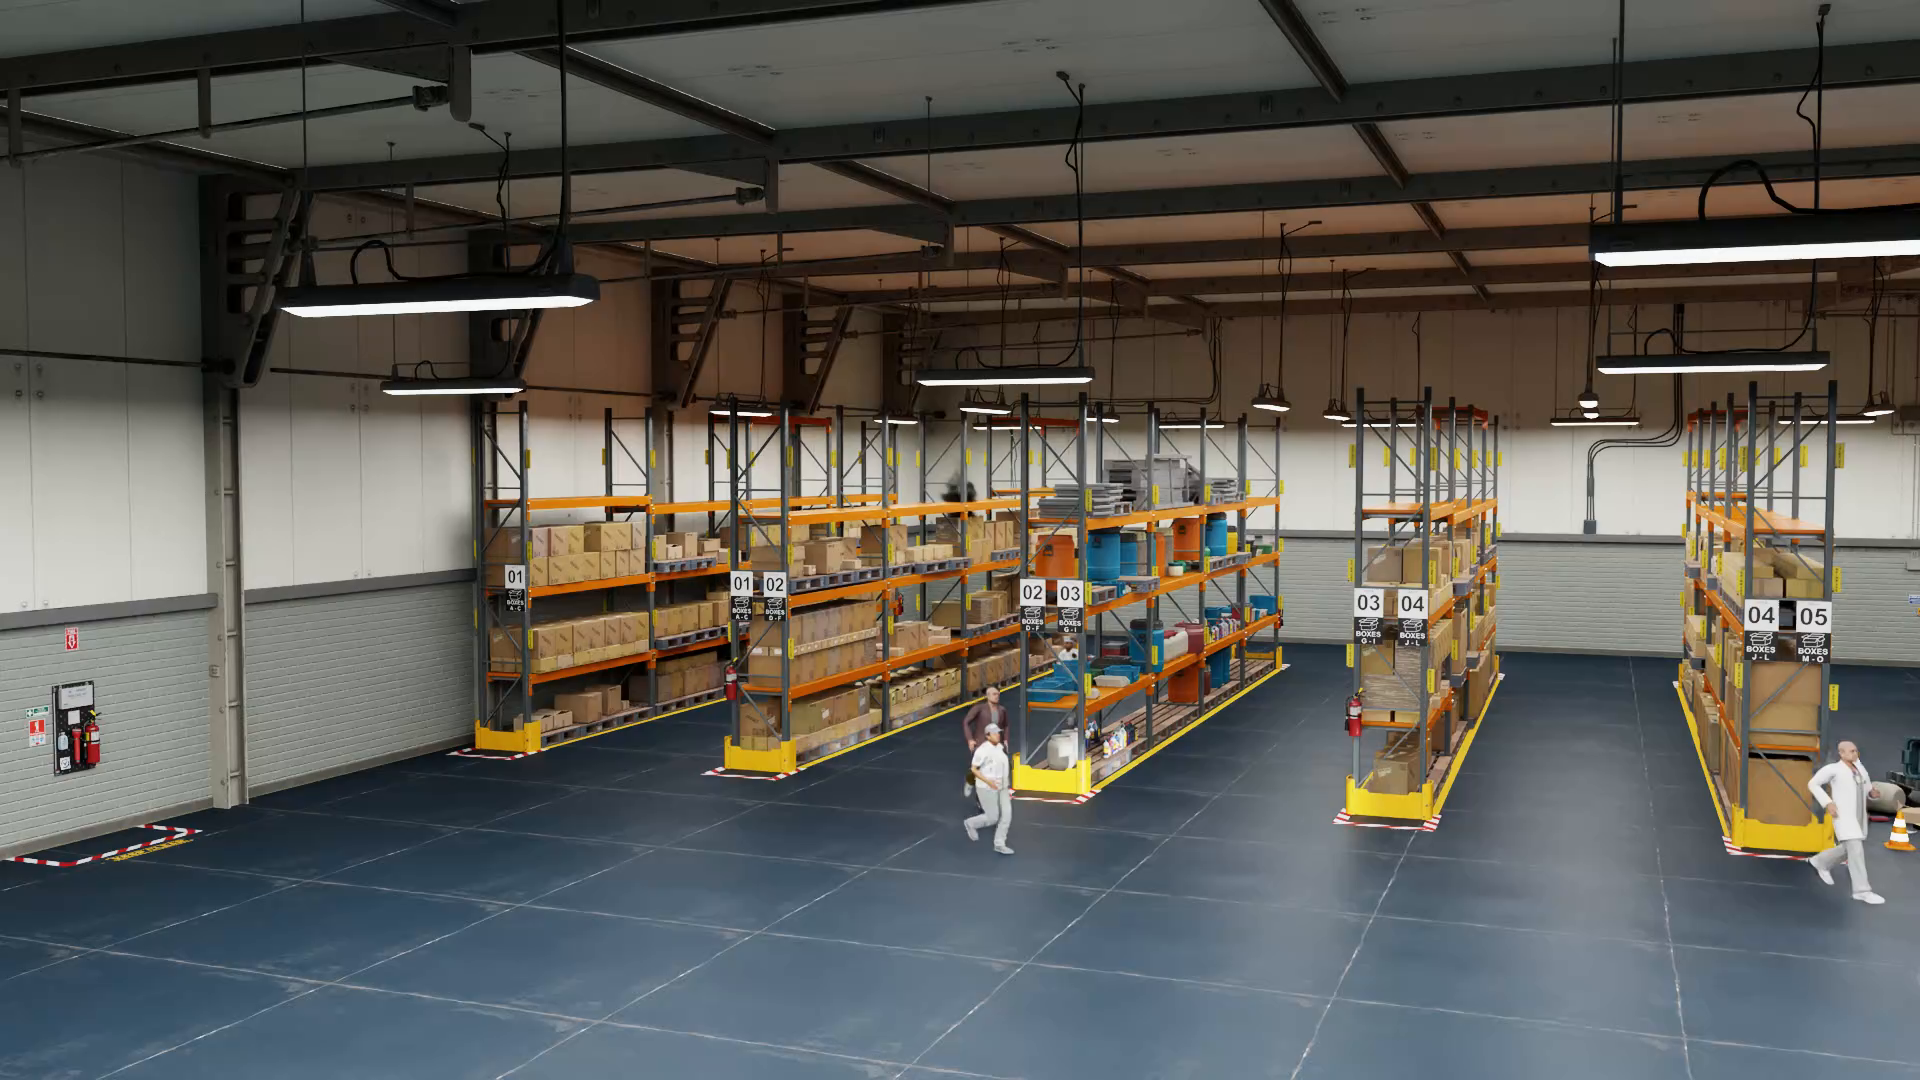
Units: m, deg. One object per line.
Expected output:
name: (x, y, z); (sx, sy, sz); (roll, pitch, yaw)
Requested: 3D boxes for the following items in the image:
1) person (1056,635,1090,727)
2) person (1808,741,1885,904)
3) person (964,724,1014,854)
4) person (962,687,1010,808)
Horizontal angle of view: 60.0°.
person: (2.105, 2.635, 31.271); (0.582, 1.709, 0.862); (1, 3, 27)
person: (10.114, 3.168, 18.958); (0.709, 1.754, 1.057); (-1, 3, -23)
person: (0.402, 3.151, 21.192); (0.714, 1.628, 0.625); (2, 4, 41)
person: (0.426, 2.980, 24.028); (0.742, 1.697, 0.596); (-1, 3, -28)
